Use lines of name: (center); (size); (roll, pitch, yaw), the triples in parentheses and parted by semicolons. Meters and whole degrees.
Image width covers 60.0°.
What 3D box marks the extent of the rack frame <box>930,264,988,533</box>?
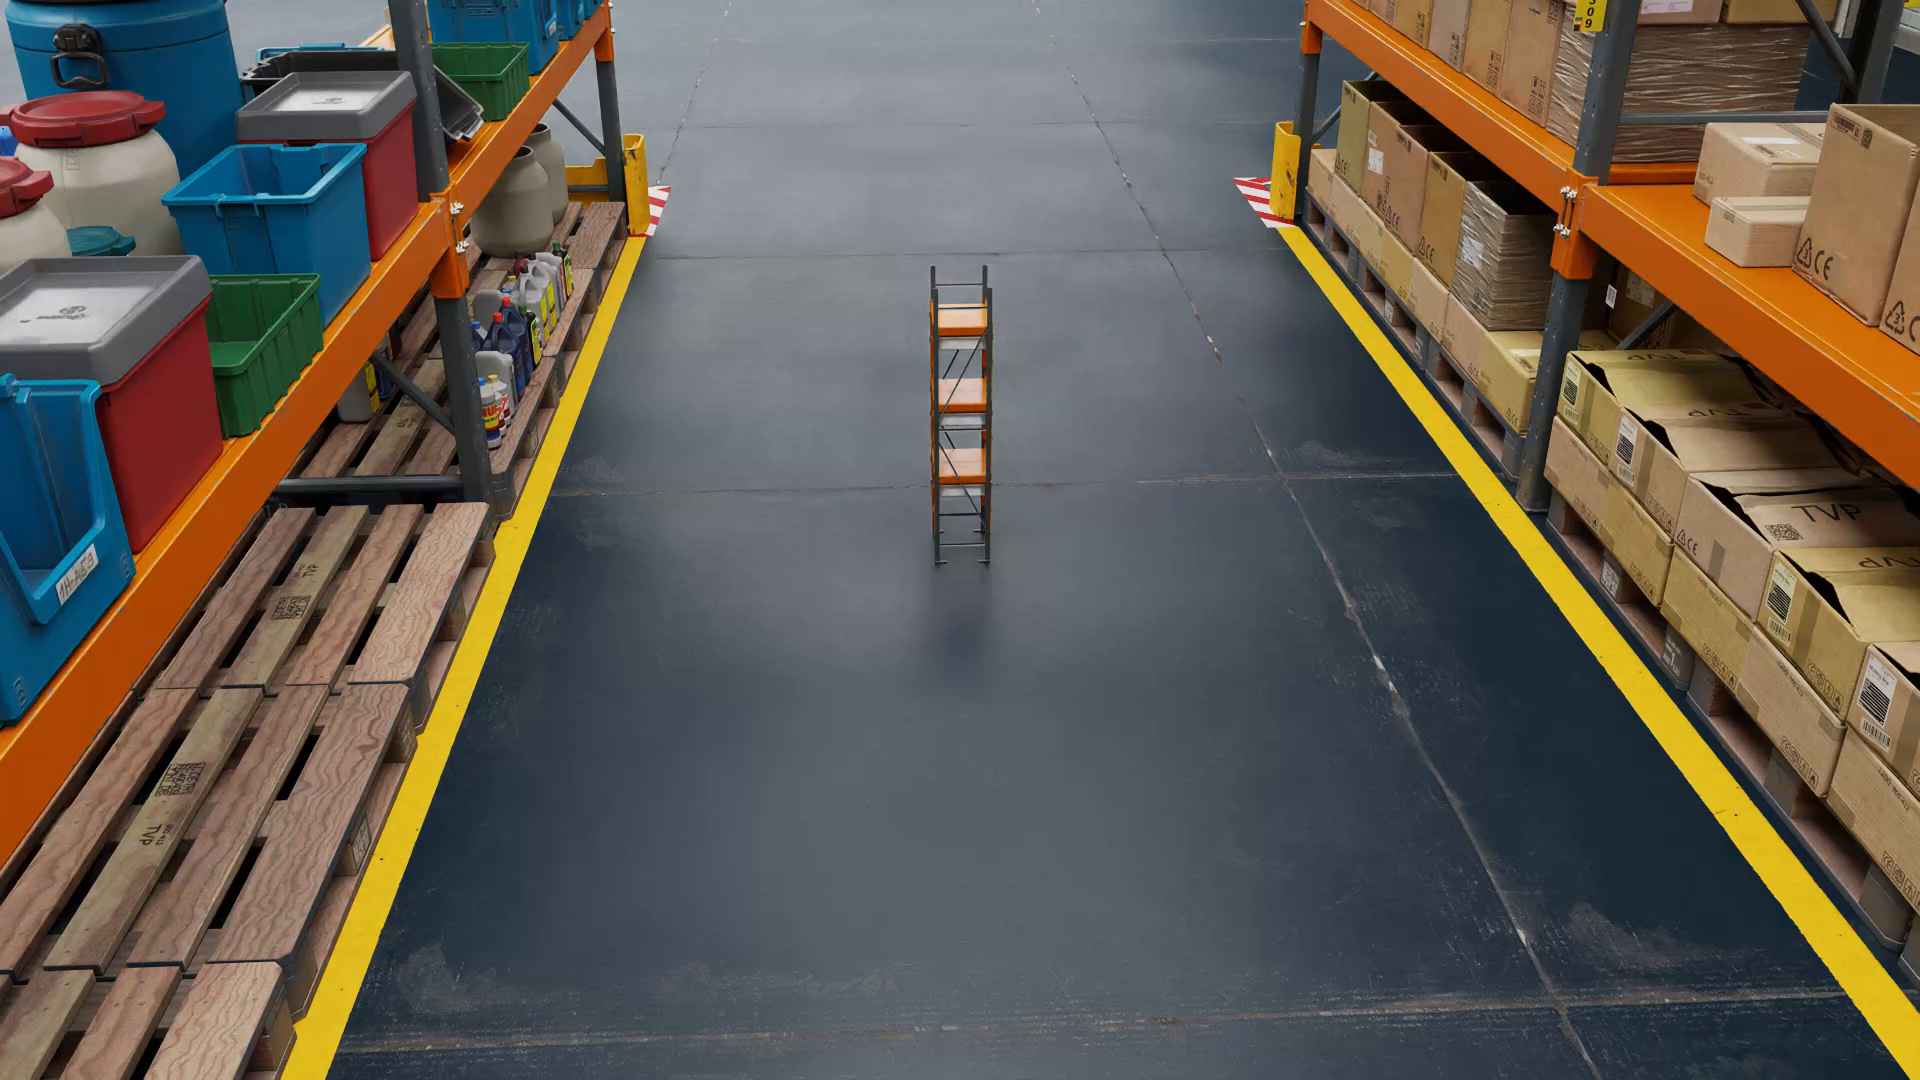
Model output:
rack frame: (-0.004, -0.497, 6.068); (0.200, 1.050, 0.008); (-1, 28, -3)

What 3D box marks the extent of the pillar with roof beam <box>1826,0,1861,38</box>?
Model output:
pillar with roof beam: (3.713, -8.463, 12.746); (9.100, 9.000, 0.400); (-1, 28, -3)

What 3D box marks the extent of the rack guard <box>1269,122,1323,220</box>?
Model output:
rack guard: (2.477, -2.220, 9.967); (1.175, 0.500, 0.348); (-1, 28, -3)

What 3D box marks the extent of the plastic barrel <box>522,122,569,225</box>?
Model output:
plastic barrel: (-2.358, -1.981, 9.040); (0.421, 0.512, 0.421); (0, 28, 0)

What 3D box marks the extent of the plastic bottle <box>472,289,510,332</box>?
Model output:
plastic bottle: (-2.066, -0.991, 7.376); (0.152, 0.276, 0.135); (-1, 28, -3)

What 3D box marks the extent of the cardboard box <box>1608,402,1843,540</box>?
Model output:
cardboard box: (2.481, -0.258, 5.414); (0.500, 0.311, 0.500); (-2, 28, -3)

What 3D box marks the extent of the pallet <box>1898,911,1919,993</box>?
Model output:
pallet: (2.892, 1.232, 3.659); (1.003, 0.211, 1.213); (-1, 28, -3)

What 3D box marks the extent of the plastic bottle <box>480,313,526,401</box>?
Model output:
plastic bottle: (-1.888, -0.756, 6.844); (0.144, 0.351, 0.185); (-1, 28, -1)

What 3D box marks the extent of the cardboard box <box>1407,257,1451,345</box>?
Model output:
cardboard box: (2.387, -1.108, 7.650); (0.500, 0.250, 0.500); (-1, 28, -3)

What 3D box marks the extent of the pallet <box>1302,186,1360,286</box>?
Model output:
pallet: (2.560, -1.729, 9.337); (1.003, 0.211, 1.213); (-1, 28, -3)

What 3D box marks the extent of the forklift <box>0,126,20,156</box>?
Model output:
forklift: (-4.839, -1.623, 6.193); (1.130, 2.935, 3.031); (1, 28, 2)

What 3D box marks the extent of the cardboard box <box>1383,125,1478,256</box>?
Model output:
cardboard box: (2.360, -1.671, 7.919); (0.500, 0.500, 0.500); (-1, 28, -3)

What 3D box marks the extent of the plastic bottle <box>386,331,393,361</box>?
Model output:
plastic bottle: (-2.507, -0.886, 7.166); (0.061, 0.283, 0.133); (-1, 28, -3)

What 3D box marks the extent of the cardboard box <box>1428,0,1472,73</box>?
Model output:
cardboard box: (2.573, -2.431, 7.560); (0.700, 0.500, 0.500); (-1, 28, -1)

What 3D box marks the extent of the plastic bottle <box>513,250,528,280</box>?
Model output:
plastic bottle: (-2.055, -1.233, 7.832); (0.061, 0.283, 0.133); (-1, 28, -3)

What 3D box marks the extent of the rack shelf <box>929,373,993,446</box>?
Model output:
rack shelf: (0.003, -0.431, 5.965); (0.215, 0.259, 0.240); (-1, 28, -3)

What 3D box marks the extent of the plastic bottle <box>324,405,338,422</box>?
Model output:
plastic bottle: (-2.581, -0.664, 6.667); (0.144, 0.351, 0.185); (-2, 28, -4)

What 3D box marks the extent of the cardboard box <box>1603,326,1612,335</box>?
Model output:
cardboard box: (2.945, -0.890, 7.232); (0.500, 0.250, 0.500); (-1, 28, -3)

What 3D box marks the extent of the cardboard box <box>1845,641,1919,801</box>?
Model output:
cardboard box: (2.565, 0.452, 4.052); (0.500, 0.311, 0.500); (-2, 28, -3)

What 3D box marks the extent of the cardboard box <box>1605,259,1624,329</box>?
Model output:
cardboard box: (2.941, -1.222, 7.058); (0.500, 0.500, 0.500); (-1, 28, -3)

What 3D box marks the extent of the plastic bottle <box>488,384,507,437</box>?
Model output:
plastic bottle: (-1.844, -0.511, 6.537); (0.097, 0.201, 0.097); (0, 28, 0)

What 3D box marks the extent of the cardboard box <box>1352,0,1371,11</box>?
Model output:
cardboard box: (2.490, -3.146, 8.930); (0.700, 0.500, 0.500); (-1, 28, -3)

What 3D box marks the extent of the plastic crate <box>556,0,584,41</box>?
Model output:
plastic crate: (-2.115, -2.610, 8.171); (0.499, 0.251, 0.408); (-1, 28, -3)

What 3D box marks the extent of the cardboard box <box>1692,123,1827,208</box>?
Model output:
cardboard box: (2.756, -1.178, 5.426); (0.500, 0.250, 0.500); (0, 28, 1)

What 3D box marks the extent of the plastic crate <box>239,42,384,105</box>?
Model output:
plastic crate: (-2.589, -1.791, 6.601); (0.499, 0.251, 0.616); (-1, 28, -3)

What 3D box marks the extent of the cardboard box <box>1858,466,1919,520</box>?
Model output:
cardboard box: (3.052, -0.035, 4.987); (0.500, 0.311, 0.500); (-1, 28, -3)

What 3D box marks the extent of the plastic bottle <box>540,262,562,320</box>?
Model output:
plastic bottle: (-1.942, -1.168, 7.716); (0.152, 0.276, 0.135); (-2, 28, -4)

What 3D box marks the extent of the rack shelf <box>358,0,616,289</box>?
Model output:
rack shelf: (-2.364, -1.957, 7.537); (1.077, 0.370, 4.000); (-1, 28, -3)

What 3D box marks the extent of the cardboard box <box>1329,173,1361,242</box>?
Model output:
cardboard box: (2.314, -1.801, 8.978); (0.500, 0.250, 0.500); (-1, 28, -3)

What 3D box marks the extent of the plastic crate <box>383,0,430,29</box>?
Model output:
plastic crate: (-2.743, -2.662, 8.395); (0.298, 0.136, 0.250); (-1, 28, -3)

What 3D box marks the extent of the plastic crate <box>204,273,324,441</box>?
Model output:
plastic crate: (-1.887, -0.461, 4.120); (0.450, 0.188, 0.662); (-1, 28, -3)

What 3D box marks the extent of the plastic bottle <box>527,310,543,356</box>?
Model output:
plastic bottle: (-1.889, -0.908, 7.298); (0.097, 0.201, 0.097); (0, 28, 0)

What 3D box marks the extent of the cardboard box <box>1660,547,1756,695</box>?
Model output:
cardboard box: (2.516, 0.230, 5.084); (0.500, 0.250, 0.500); (-2, 28, -4)

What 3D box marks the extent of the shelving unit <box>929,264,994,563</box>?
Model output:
shelving unit: (0.003, -0.441, 5.960); (0.215, 1.050, 0.252); (-1, 28, -3)

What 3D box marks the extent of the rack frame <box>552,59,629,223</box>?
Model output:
rack frame: (-2.469, -3.200, 9.141); (1.000, 3.000, 0.127); (-1, 28, -3)

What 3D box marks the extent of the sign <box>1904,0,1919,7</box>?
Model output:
sign: (3.228, -1.966, 5.610); (0.100, 0.325, 0.005); (-1, 28, -3)

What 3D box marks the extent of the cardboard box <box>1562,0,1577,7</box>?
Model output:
cardboard box: (2.448, -2.037, 6.102); (0.380, 0.149, 0.250); (-2, 28, -4)

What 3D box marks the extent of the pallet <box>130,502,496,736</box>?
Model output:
pallet: (-2.180, 0.246, 5.551); (1.003, 0.211, 1.213); (-1, 28, -3)

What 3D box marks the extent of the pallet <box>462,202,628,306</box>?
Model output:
pallet: (-2.381, -1.554, 9.001); (1.003, 0.211, 1.213); (-1, 28, -3)

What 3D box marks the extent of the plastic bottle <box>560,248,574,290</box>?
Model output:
plastic bottle: (-1.935, -1.317, 8.081); (0.097, 0.201, 0.097); (0, 28, 0)

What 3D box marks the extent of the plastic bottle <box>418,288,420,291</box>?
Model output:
plastic bottle: (-2.685, -1.340, 8.051); (0.097, 0.271, 0.097); (0, 28, 0)

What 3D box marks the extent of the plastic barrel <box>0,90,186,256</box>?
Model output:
plastic barrel: (-2.429, -0.966, 4.711); (0.433, 0.535, 0.433); (0, 28, 0)

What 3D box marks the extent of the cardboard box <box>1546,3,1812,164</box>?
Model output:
cardboard box: (2.658, -1.719, 6.195); (0.700, 0.500, 0.500); (-2, 28, -4)
